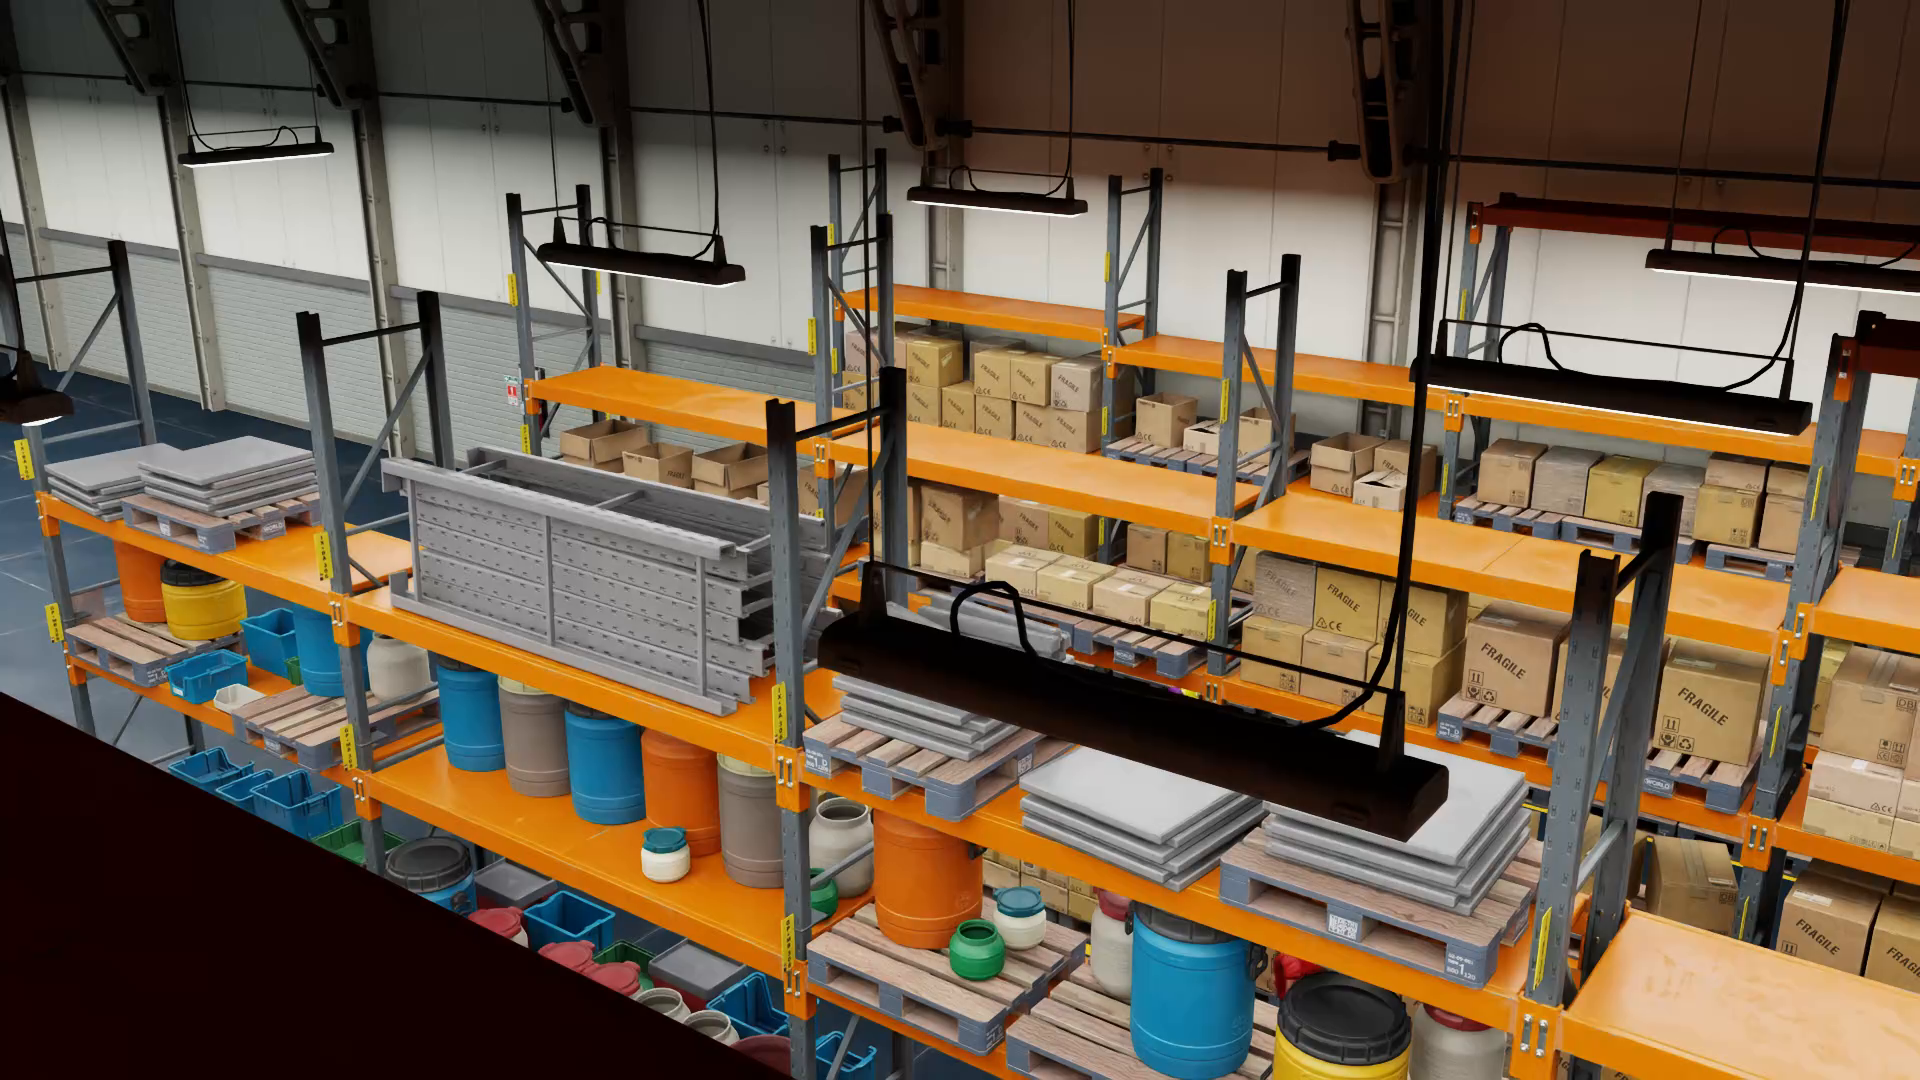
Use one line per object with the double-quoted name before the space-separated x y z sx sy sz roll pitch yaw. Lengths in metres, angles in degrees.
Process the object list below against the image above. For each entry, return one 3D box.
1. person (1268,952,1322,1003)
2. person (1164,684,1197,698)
"person" 2.525 3.464 12.194 0.696 1.641 0.734 -17 25 -42
"person" 2.230 1.931 16.712 0.708 1.676 0.683 17 25 41
